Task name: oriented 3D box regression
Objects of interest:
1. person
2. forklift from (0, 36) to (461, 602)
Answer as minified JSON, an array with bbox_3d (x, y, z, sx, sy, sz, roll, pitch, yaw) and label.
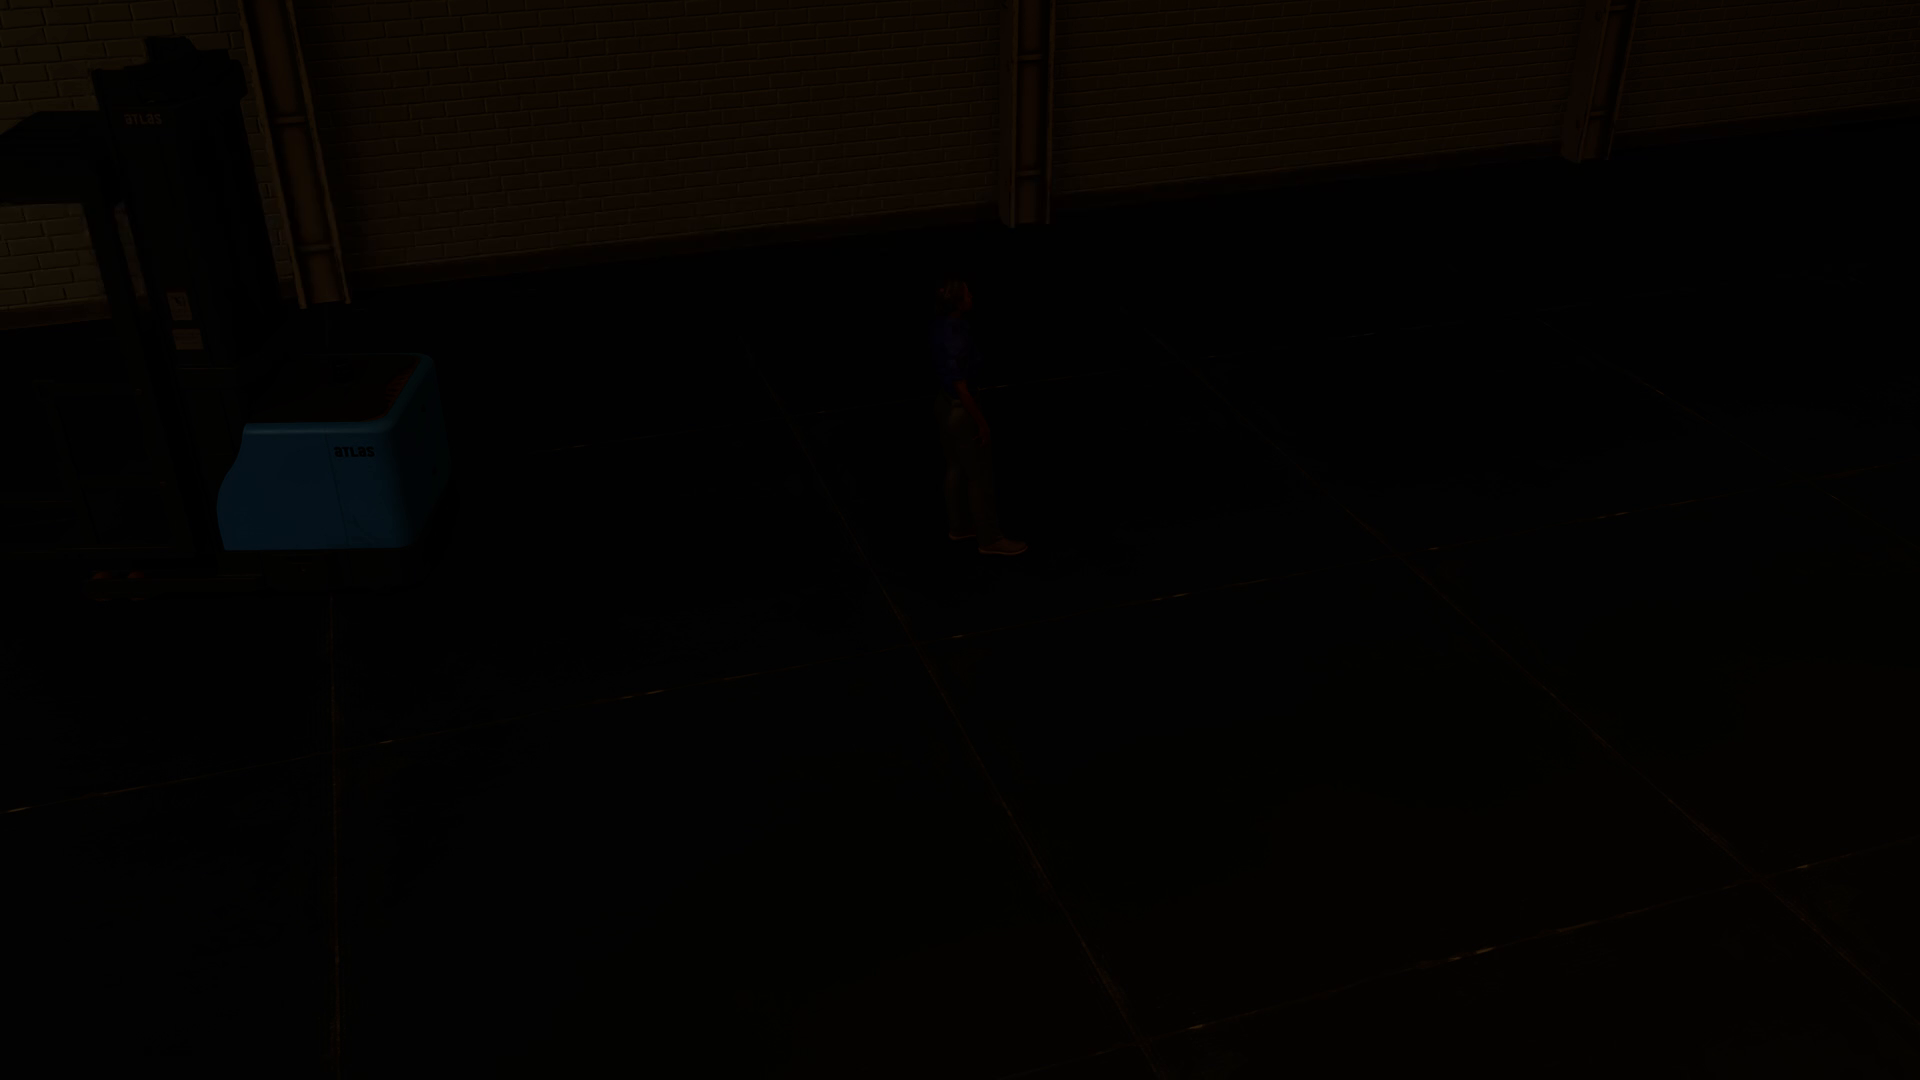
[{"bbox_3d":[0.089,-0.728,9.618,0.504,1.654,0.569,-10,31,-16],"label":"person"},{"bbox_3d":[-4.580,-1.189,9.154,3.031,2.935,1.130,-1,30,-1],"label":"forklift"}]
